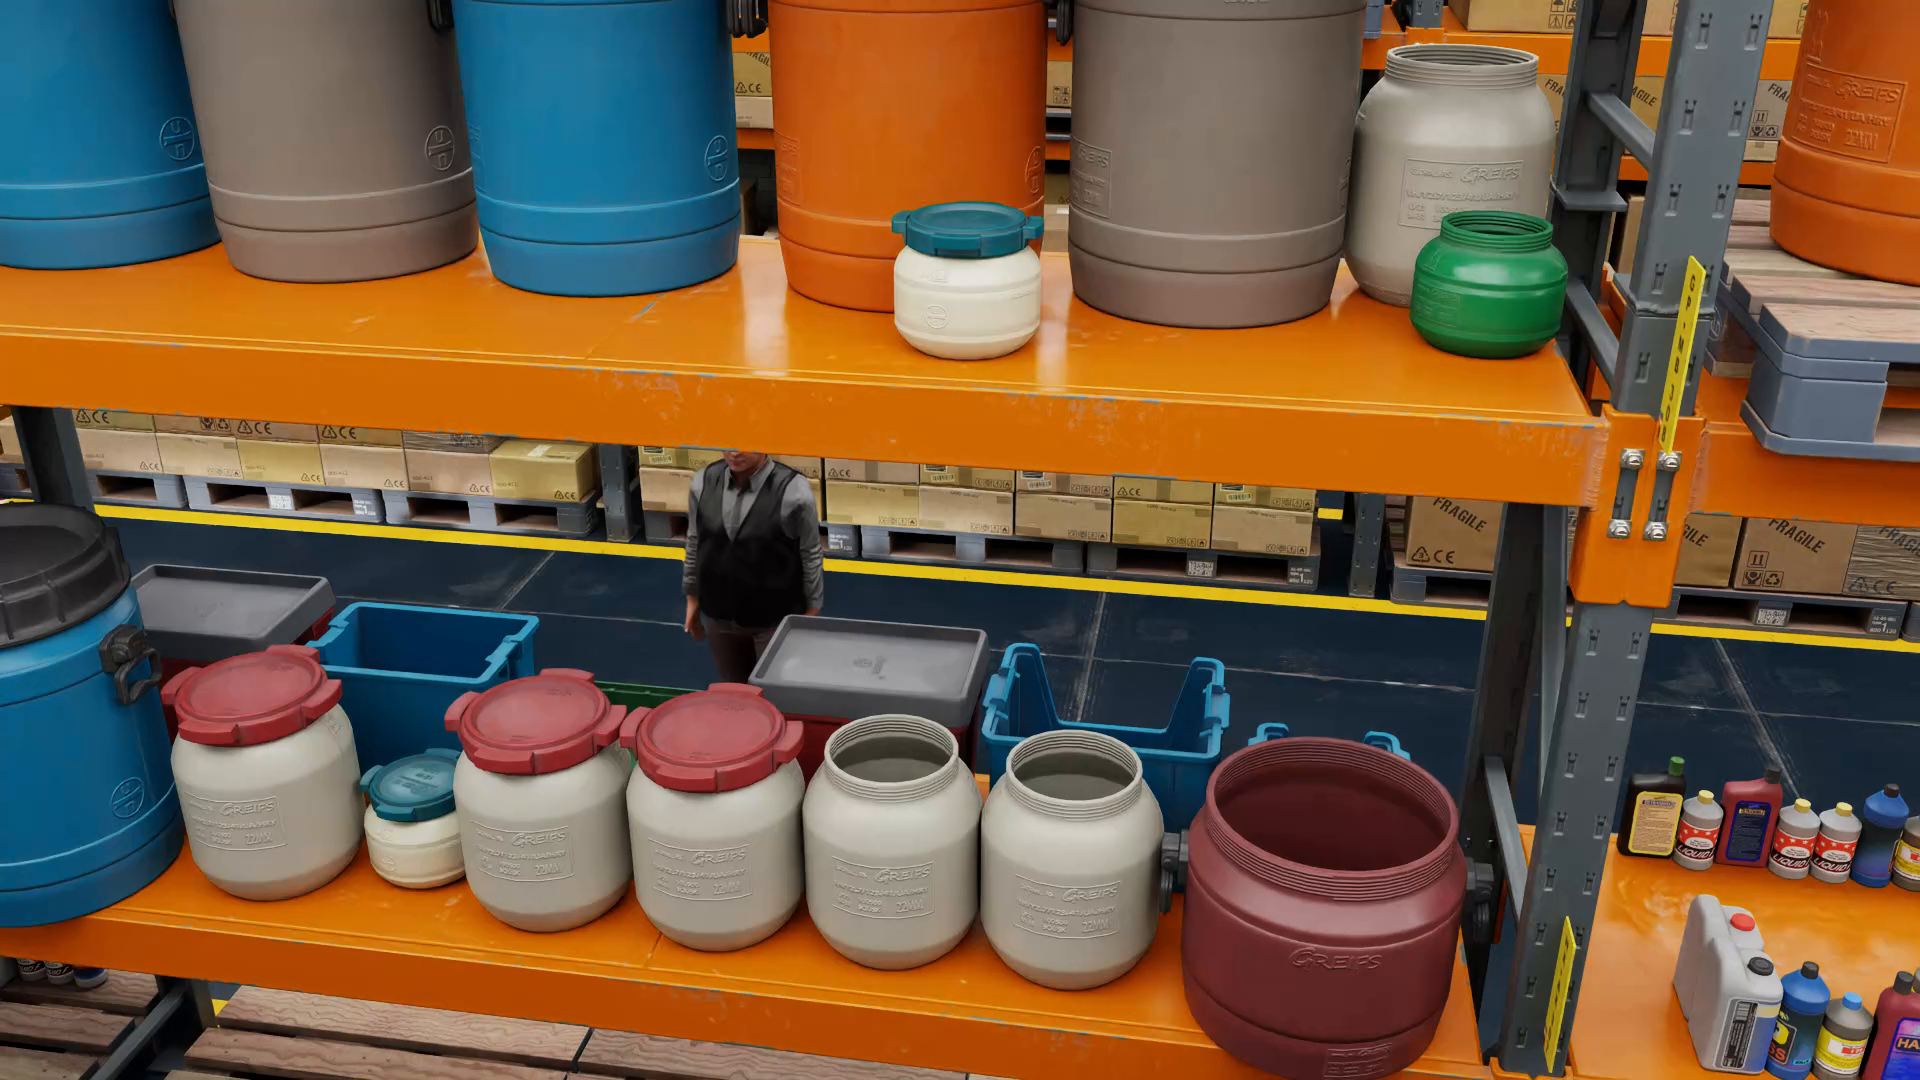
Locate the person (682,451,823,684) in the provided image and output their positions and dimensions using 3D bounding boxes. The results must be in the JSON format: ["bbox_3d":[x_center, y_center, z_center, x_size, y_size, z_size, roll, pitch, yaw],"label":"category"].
[{"bbox_3d":[-0.829,0.327,6.471,0.575,1.777,0.433,8,26,17],"label":"person"}]
